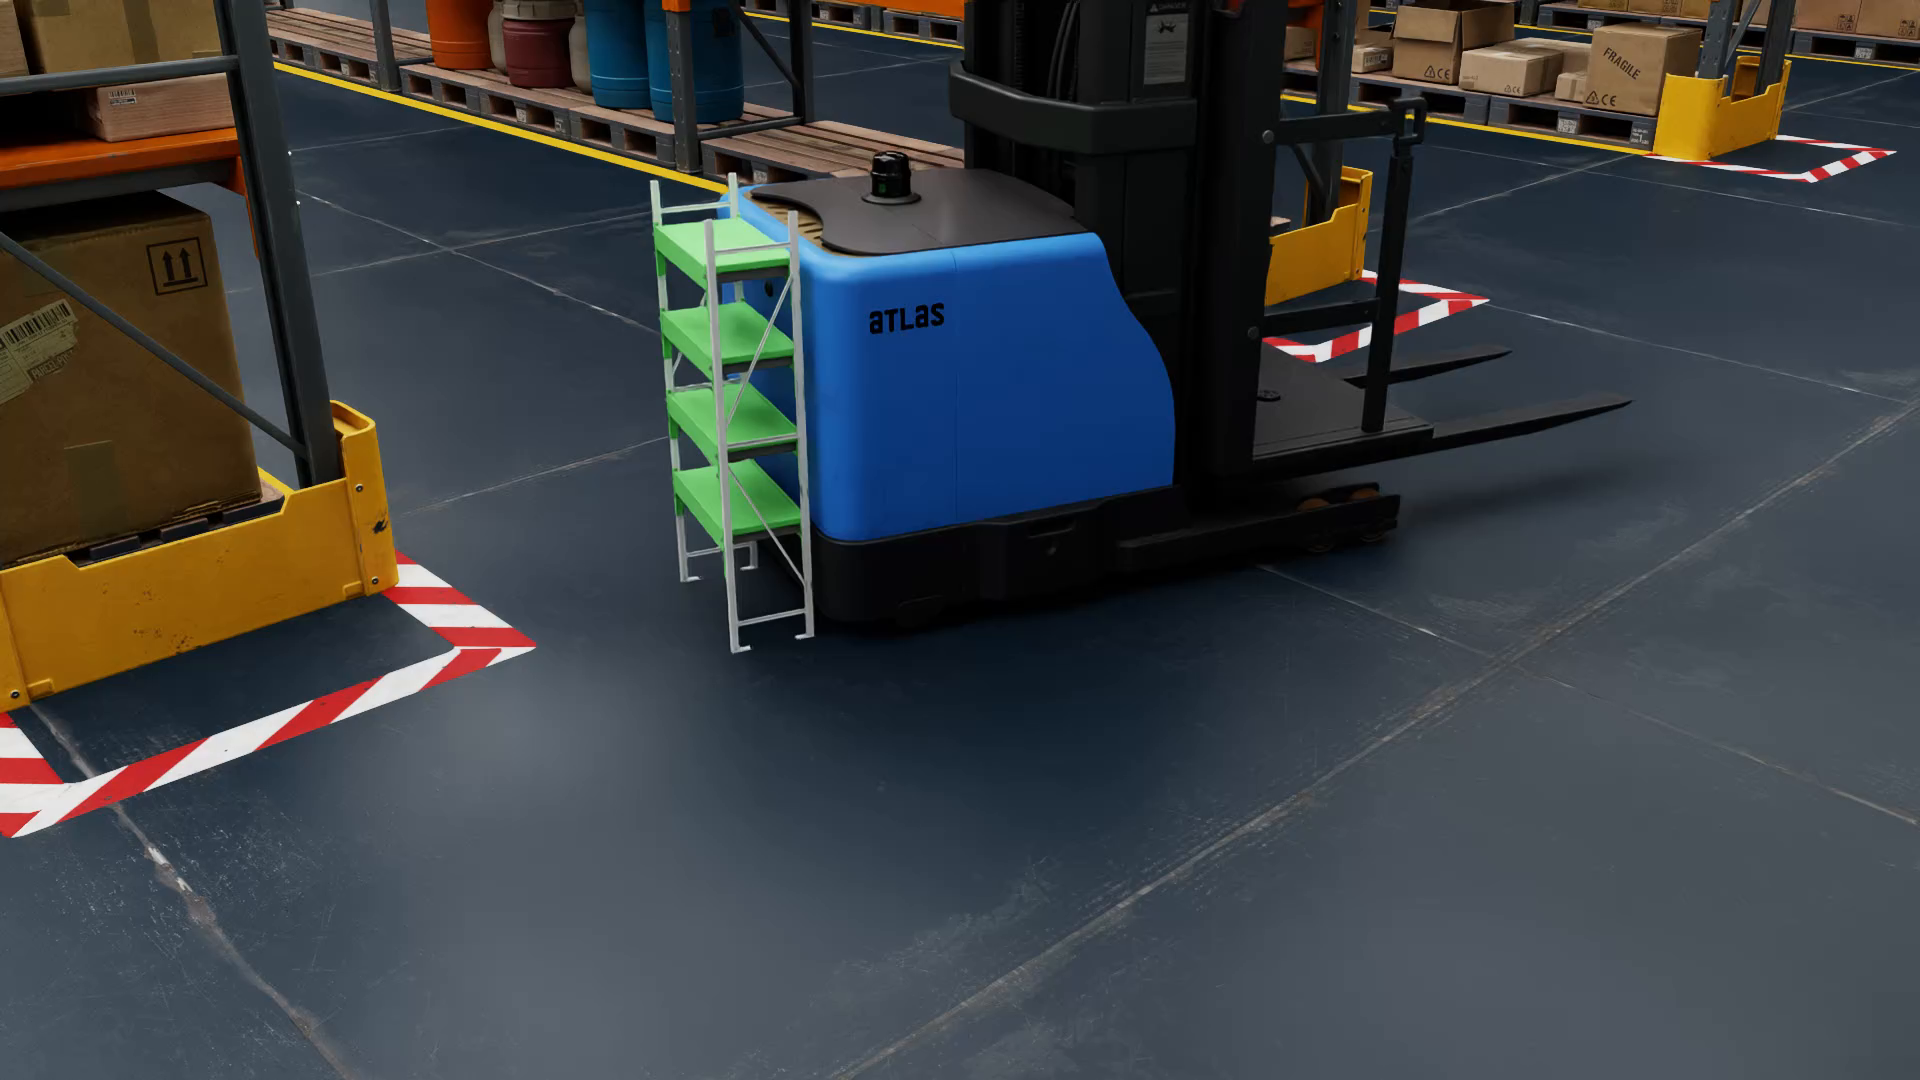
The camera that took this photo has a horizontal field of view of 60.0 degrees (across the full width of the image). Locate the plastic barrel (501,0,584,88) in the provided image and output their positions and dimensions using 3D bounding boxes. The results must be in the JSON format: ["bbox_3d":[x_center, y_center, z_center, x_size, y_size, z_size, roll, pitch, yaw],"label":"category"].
[{"bbox_3d":[-2.945,-3.565,11.851,0.600,0.588,0.708,-21,32,-38],"label":"plastic barrel"}]

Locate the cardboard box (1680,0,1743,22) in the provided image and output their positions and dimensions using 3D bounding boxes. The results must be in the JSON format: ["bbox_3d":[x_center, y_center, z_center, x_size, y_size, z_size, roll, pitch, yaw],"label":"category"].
[{"bbox_3d":[7.028,-5.044,15.199,0.700,0.500,0.500,-20,31,-37],"label":"cardboard box"}]

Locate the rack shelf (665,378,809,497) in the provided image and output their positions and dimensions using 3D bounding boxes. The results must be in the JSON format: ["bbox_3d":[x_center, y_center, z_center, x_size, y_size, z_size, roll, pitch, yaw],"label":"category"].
[{"bbox_3d":[-0.622,-0.291,4.597,0.258,0.148,0.480,-11,27,-23],"label":"rack shelf"}]

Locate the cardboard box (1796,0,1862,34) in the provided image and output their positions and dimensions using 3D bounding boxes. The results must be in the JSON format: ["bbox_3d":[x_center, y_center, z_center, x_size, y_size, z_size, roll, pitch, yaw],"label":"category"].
[{"bbox_3d":[7.742,-4.733,14.516,0.700,0.500,0.500,-21,32,-39],"label":"cardboard box"}]

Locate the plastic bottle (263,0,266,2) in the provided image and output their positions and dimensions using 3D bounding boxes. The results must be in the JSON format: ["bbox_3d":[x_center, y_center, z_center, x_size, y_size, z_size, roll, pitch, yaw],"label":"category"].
[{"bbox_3d":[-6.765,-5.347,16.199,0.097,0.201,0.097,0,25,0],"label":"plastic bottle"}]

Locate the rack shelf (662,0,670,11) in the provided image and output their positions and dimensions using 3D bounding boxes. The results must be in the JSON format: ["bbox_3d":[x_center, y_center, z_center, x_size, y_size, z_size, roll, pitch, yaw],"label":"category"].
[{"bbox_3d":[-2.697,-4.024,11.323,1.077,0.370,4.000,-21,32,-38],"label":"rack shelf"}]

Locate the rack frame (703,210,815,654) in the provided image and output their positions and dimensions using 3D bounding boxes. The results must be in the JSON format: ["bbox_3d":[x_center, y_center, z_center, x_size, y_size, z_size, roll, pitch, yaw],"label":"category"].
[{"bbox_3d":[-0.519,-0.258,4.369,0.240,1.200,0.015,-11,27,-23],"label":"rack frame"}]

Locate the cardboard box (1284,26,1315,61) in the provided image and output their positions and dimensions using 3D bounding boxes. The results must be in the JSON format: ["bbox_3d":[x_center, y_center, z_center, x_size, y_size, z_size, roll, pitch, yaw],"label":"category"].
[{"bbox_3d":[2.417,-3.937,12.976,0.500,0.311,0.500,-21,32,-38],"label":"cardboard box"}]

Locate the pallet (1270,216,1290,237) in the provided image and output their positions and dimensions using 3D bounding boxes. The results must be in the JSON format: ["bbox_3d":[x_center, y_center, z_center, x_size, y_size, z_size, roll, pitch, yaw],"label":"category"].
[{"bbox_3d":[0.869,-1.525,8.339,1.003,0.211,1.213,-21,32,-38],"label":"pallet"}]

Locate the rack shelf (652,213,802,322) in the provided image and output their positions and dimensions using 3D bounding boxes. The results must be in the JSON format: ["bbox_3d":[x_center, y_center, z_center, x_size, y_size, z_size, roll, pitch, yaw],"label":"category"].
[{"bbox_3d":[-0.622,-0.728,4.397,0.258,0.148,0.480,-11,27,-23],"label":"rack shelf"}]

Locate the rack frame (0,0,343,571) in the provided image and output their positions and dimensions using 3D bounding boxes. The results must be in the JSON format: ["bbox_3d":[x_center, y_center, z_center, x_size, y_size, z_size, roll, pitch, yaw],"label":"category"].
[{"bbox_3d":[-2.211,-1.128,4.109,1.000,3.000,0.127,-21,32,-38],"label":"rack frame"}]

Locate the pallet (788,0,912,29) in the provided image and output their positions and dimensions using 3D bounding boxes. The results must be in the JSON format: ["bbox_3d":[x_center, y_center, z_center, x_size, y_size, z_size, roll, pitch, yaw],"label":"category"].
[{"bbox_3d":[-0.980,-5.353,16.729,1.003,0.211,1.213,-21,32,-38],"label":"pallet"}]

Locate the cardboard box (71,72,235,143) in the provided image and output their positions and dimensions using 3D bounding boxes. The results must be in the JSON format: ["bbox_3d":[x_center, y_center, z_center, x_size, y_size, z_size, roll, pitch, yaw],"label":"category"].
[{"bbox_3d":[-2.213,-1.215,4.602,0.380,0.149,0.250,-21,32,-38],"label":"cardboard box"}]

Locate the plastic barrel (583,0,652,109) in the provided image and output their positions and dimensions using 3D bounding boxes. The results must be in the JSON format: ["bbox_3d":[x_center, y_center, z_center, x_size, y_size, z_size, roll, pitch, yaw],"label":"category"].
[{"bbox_3d":[-2.173,-3.366,11.036,0.600,0.901,0.708,-21,32,-38],"label":"plastic barrel"}]

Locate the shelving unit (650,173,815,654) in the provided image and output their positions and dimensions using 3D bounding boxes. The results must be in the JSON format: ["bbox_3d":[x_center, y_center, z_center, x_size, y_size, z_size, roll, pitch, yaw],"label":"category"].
[{"bbox_3d":[-0.622,-0.349,4.570,0.258,1.200,0.503,-11,27,-23],"label":"shelving unit"}]

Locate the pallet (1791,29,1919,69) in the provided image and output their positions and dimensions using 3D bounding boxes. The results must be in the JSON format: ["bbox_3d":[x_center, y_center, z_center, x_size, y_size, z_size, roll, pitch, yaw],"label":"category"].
[{"bbox_3d":[8.032,-4.295,14.410,1.003,0.211,1.213,-21,32,-38],"label":"pallet"}]

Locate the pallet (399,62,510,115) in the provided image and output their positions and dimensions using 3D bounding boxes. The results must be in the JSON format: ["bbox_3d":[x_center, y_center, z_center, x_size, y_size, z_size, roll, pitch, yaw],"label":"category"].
[{"bbox_3d":[-3.494,-3.461,12.583,1.003,0.211,1.213,-21,32,-38],"label":"pallet"}]

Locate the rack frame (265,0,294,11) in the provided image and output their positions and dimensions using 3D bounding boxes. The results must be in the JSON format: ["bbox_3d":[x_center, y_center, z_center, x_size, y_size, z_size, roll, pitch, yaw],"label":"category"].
[{"bbox_3d":[-6.798,-6.169,15.158,1.000,3.000,0.127,-21,32,-38],"label":"rack frame"}]

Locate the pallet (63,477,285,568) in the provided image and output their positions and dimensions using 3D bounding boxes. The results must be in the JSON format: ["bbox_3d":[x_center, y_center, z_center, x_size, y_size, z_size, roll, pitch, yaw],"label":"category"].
[{"bbox_3d":[-2.815,-0.079,5.170,1.003,0.211,1.213,-21,32,-38],"label":"pallet"}]

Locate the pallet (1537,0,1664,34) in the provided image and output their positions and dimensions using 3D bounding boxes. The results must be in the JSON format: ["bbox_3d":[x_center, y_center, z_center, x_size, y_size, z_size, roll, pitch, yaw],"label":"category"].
[{"bbox_3d":[6.365,-5.034,16.031,1.003,0.211,1.213,-21,32,-38],"label":"pallet"}]

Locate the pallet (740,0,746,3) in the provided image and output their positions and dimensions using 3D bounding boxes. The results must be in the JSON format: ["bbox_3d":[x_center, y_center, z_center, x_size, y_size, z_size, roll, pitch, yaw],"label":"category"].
[{"bbox_3d":[-2.647,-6.092,18.349,1.003,0.211,1.213,-21,32,-38],"label":"pallet"}]

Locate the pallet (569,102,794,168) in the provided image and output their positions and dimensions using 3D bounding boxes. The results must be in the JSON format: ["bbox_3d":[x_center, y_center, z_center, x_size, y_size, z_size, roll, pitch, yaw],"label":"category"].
[{"bbox_3d":[-1.827,-2.722,10.962,1.003,0.211,1.213,-21,32,-38],"label":"pallet"}]

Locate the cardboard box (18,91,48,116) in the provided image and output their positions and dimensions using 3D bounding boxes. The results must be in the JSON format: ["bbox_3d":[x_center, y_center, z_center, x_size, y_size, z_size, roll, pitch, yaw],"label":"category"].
[{"bbox_3d":[-2.565,-1.370,4.941,0.380,0.149,0.250,-22,33,-40],"label":"cardboard box"}]

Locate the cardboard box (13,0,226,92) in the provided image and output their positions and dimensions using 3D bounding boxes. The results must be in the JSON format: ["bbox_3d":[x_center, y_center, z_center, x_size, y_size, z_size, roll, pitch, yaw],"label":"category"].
[{"bbox_3d":[-2.342,-1.417,4.565,0.500,0.250,0.500,-22,33,-40],"label":"cardboard box"}]

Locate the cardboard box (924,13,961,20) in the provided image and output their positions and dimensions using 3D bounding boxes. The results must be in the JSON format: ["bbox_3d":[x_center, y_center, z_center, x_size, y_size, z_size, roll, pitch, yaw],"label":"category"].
[{"bbox_3d":[0.019,-5.048,15.183,0.500,0.500,0.500,22,33,40],"label":"cardboard box"}]

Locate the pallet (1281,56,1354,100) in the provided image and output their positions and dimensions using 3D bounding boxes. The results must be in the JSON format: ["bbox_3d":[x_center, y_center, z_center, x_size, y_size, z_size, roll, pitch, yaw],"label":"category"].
[{"bbox_3d":[2.757,-3.672,13.045,1.003,0.211,1.213,-21,32,-38],"label":"pallet"}]

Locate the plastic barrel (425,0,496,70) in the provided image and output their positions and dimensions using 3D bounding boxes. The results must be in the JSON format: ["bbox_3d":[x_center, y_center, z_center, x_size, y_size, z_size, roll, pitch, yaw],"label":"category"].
[{"bbox_3d":[-3.717,-4.017,12.550,0.600,0.830,0.708,-21,32,-38],"label":"plastic barrel"}]

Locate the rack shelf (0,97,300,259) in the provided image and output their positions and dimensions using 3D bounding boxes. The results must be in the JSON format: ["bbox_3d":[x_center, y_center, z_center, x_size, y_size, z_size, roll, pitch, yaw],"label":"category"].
[{"bbox_3d":[-3.578,-1.407,5.586,1.077,0.370,4.000,-21,32,-38],"label":"rack shelf"}]

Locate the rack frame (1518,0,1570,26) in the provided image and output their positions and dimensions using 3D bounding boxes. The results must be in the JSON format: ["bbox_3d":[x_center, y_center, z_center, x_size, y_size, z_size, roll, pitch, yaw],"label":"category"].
[{"bbox_3d":[5.902,-6.555,16.006,1.000,3.000,0.127,-21,32,-38],"label":"rack frame"}]

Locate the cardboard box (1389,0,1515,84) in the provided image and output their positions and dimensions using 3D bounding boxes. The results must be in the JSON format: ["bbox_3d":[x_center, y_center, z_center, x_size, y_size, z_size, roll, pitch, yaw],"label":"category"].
[{"bbox_3d":[3.576,-3.646,12.105,0.797,0.503,0.637,-21,32,-38],"label":"cardboard box"}]

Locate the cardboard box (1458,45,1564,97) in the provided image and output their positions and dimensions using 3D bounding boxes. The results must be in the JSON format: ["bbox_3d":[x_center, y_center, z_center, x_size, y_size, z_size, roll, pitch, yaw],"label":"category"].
[{"bbox_3d":[3.844,-3.278,11.603,0.500,0.250,0.500,-21,32,-38],"label":"cardboard box"}]

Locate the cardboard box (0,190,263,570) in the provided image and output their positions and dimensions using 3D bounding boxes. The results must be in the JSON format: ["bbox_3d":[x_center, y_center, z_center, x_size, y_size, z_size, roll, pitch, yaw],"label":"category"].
[{"bbox_3d":[-2.707,-0.524,4.838,0.875,0.875,0.875,-21,32,-38],"label":"cardboard box"}]

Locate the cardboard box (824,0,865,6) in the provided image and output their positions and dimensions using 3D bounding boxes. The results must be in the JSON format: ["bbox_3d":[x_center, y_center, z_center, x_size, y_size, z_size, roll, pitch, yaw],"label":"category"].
[{"bbox_3d":[-0.983,-5.391,16.260,0.500,0.250,0.500,-20,31,-37],"label":"cardboard box"}]

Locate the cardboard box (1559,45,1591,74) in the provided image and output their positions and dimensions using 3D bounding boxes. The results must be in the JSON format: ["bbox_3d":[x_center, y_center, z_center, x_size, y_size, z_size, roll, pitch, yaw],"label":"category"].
[{"bbox_3d":[4.516,-3.283,11.615,0.500,0.250,0.500,-21,32,-38],"label":"cardboard box"}]

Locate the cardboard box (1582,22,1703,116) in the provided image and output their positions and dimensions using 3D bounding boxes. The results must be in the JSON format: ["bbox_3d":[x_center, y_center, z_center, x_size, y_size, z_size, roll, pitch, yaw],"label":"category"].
[{"bbox_3d":[4.471,-3.095,10.902,0.500,0.500,0.500,-21,32,-38],"label":"cardboard box"}]

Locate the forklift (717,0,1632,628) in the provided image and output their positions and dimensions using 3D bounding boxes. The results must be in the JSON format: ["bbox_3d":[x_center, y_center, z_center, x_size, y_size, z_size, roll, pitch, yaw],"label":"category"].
[{"bbox_3d":[0.823,-1.482,4.968,3.031,2.935,1.130,-11,27,-22],"label":"forklift"}]

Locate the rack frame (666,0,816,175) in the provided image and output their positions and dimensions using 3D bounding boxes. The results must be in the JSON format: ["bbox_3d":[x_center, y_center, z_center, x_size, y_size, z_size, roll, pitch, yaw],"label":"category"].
[{"bbox_3d":[-1.330,-3.745,9.845,1.000,3.000,0.127,-21,32,-38],"label":"rack frame"}]

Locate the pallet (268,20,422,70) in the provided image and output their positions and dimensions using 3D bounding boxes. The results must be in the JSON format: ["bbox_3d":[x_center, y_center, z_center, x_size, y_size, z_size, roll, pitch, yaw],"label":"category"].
[{"bbox_3d":[-5.395,-4.303,14.429,1.003,0.211,1.213,-21,32,-38],"label":"pallet"}]

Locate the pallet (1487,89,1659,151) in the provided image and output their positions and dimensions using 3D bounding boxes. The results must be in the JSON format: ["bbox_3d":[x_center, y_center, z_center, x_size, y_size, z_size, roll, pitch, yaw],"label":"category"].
[{"bbox_3d":[4.425,-2.933,11.424,1.003,0.211,1.213,-21,32,-38],"label":"pallet"}]

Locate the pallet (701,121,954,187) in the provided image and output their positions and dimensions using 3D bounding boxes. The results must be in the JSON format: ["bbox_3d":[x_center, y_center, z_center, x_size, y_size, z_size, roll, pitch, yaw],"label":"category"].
[{"bbox_3d":[-0.799,-2.265,9.960,1.003,0.211,1.213,-21,32,-38],"label":"pallet"}]

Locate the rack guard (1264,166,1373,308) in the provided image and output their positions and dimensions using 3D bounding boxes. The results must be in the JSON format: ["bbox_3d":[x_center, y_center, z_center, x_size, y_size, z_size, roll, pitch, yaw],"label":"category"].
[{"bbox_3d":[1.430,-1.392,7.700,1.175,0.500,0.348,-21,32,-38],"label":"rack guard"}]

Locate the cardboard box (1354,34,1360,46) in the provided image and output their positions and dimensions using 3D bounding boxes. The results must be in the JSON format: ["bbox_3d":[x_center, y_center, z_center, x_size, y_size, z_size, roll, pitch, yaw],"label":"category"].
[{"bbox_3d":[3.185,-3.863,13.009,0.380,0.149,0.250,-21,32,-38],"label":"cardboard box"}]

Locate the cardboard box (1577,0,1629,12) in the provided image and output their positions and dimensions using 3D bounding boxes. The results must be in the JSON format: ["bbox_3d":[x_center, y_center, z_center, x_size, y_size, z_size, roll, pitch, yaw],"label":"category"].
[{"bbox_3d":[6.338,-5.354,15.877,0.700,0.500,0.500,-21,32,-38],"label":"cardboard box"}]
